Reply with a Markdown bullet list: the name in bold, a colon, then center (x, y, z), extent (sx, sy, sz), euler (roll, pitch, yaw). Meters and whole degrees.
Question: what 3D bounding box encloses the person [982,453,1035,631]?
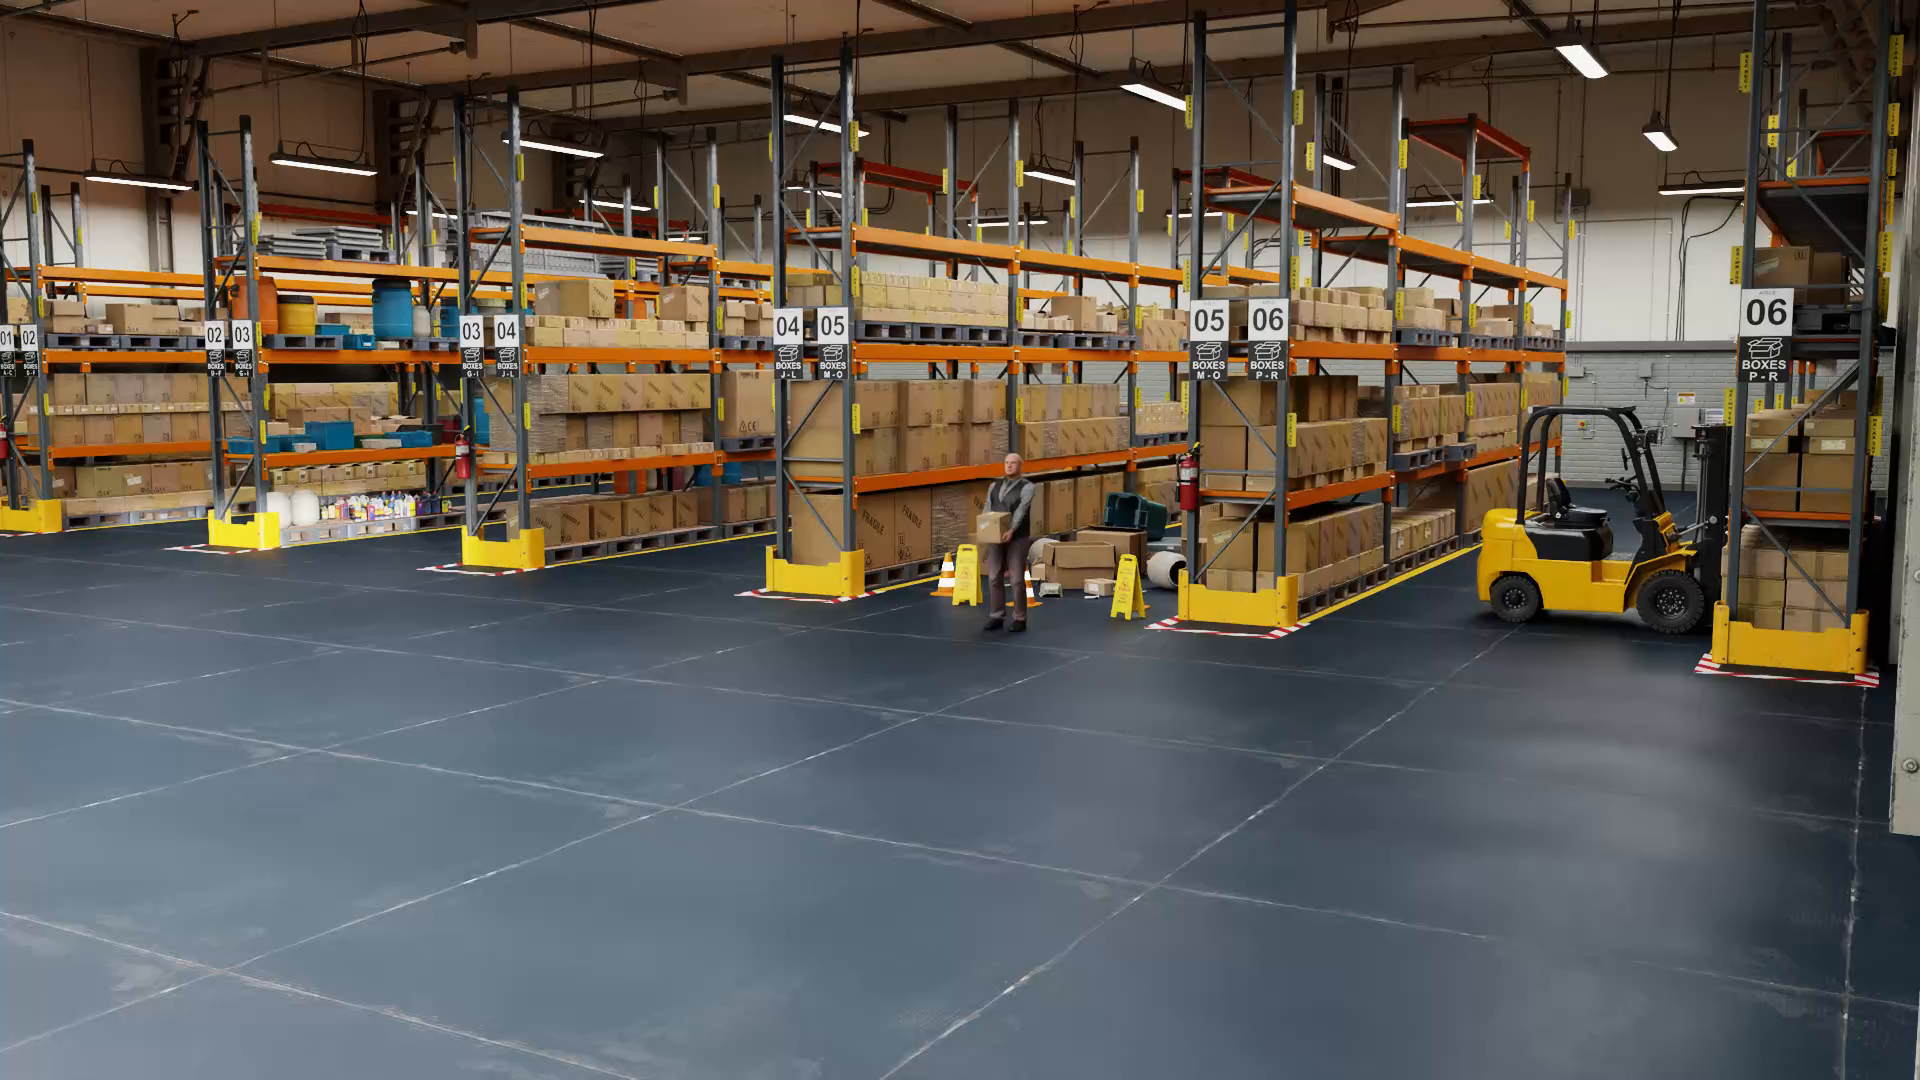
- **person**: center (0.439, 0.024, 16.052), extent (0.494, 1.712, 0.549), euler (3, 7, 30)
